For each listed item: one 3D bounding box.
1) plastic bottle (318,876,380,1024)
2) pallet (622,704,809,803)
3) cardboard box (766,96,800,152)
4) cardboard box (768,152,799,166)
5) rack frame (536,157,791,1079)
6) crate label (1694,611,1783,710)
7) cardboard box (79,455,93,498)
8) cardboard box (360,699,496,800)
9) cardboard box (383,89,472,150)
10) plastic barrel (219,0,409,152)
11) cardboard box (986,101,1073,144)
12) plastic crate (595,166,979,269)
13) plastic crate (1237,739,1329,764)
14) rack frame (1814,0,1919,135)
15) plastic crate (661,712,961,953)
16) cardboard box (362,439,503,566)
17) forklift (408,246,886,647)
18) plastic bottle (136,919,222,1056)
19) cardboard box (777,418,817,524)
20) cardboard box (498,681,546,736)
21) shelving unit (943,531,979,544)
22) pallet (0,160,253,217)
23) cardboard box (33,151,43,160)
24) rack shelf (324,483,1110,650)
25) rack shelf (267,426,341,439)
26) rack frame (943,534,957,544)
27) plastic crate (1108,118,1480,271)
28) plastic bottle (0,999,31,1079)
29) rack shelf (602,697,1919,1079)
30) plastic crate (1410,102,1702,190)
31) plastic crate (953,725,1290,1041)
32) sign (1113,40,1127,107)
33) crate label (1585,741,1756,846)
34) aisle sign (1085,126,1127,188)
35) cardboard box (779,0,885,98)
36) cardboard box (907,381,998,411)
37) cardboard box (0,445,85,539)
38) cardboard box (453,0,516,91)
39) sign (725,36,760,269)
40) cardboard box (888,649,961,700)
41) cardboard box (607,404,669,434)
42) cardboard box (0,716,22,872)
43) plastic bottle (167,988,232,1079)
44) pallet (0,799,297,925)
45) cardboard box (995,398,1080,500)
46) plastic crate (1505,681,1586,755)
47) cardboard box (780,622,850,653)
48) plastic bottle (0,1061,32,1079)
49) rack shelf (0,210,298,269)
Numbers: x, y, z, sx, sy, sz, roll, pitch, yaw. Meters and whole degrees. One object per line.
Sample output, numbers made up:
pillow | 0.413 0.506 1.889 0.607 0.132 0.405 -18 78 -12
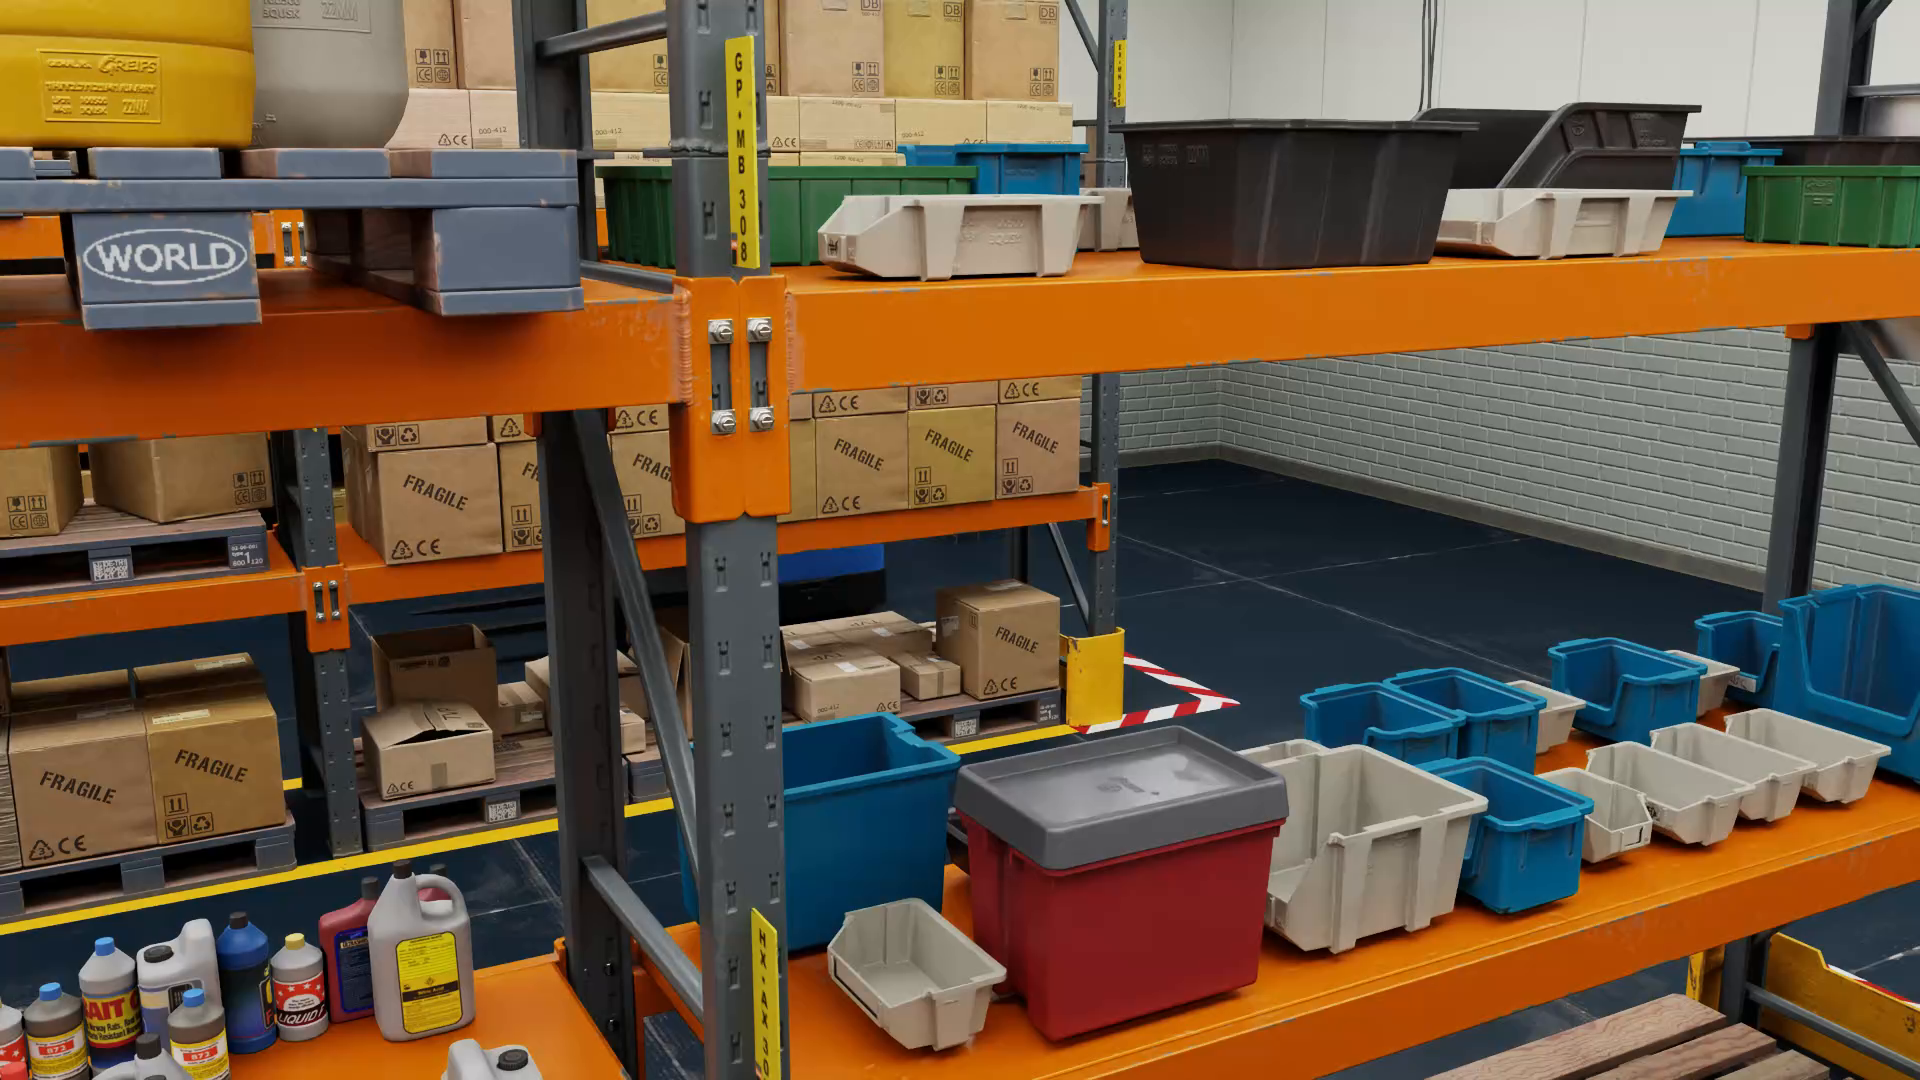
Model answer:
plastic bottle | -1.222 0.827 3.367 0.133 0.283 0.061 -7 14 -28
pallet | -1.273 1.004 8.667 1.213 0.211 1.003 -7 14 -28
cardboard box | -1.082 -1.948 7.806 0.500 0.250 0.500 -7 14 -28
cardboard box | -1.086 -1.706 7.868 0.500 0.250 0.500 -7 14 -28
rack frame | -0.579 0.800 3.223 0.127 3.000 1.000 -7 14 -28
crate label | 2.558 0.394 5.271 0.303 0.233 0.416 -7 14 -28
cardboard box | -5.834 -0.172 11.481 0.750 0.750 0.750 -7 14 -27
cardboard box | -2.477 0.940 7.724 0.500 0.311 0.500 -7 14 -28
cardboard box | -2.403 -1.793 7.113 0.500 0.250 0.500 -7 14 -28
plastic barrel | -1.161 -0.928 2.801 0.433 0.535 0.433 0 13 0
cardboard box | 0.233 -2.107 8.510 0.500 0.250 0.500 -7 14 -28
plastic crate | -0.352 -0.663 3.374 0.662 0.188 0.450 -7 14 -28
plastic crate | 0.806 0.658 4.317 0.466 0.136 0.293 -7 14 -28
rack frame | 2.932 -2.548 4.434 0.127 3.000 1.000 -7 14 -28
plastic crate | -0.332 0.664 3.729 0.575 0.384 0.392 -7 14 -28
cardboard box | -2.371 -0.205 7.460 0.500 0.500 0.500 -6 14 -26
forklift | -2.038 -0.862 10.764 3.031 2.935 1.130 -7 15 -30
plastic bottle | -1.489 0.874 3.176 0.135 0.276 0.152 -7 14 -28
cardboard box | -1.037 -0.365 8.173 0.500 0.500 0.500 -7 14 -29
cardboard box | -2.284 0.855 8.467 0.250 0.149 0.380 -7 14 -28
shelving unit | 0.007 -0.440 13.514 0.210 0.900 0.258 -7 14 -28
pallet | -3.555 -1.472 6.913 1.003 0.211 1.213 -7 14 -28
cardboard box | -4.002 -1.807 6.565 0.600 0.600 0.600 -7 14 -28
rack shelf | -1.193 -0.015 8.480 4.000 0.370 1.077 -7 14 -28
rack shelf | -3.570 -0.969 12.721 4.000 0.370 1.077 -7 14 -28
rack frame | -0.082 -0.429 13.467 0.006 0.900 0.240 -7 14 -28
plastic crate | 0.643 -0.678 3.254 0.590 0.269 0.497 -7 14 -28
plastic bottle | -1.774 0.938 3.062 0.097 0.201 0.097 0 13 0
rack shelf | 1.177 0.940 4.237 4.000 0.370 1.077 -7 14 -28
plastic crate | 1.460 -0.946 4.292 0.767 0.338 0.504 -7 14 -28
plastic crate | 0.325 0.694 3.412 0.583 0.464 0.402 -7 14 -28
sign | 0.810 -2.362 8.425 0.005 0.325 0.100 -7 14 -28
crate label | 1.809 0.661 4.305 0.243 0.136 0.396 -7 14 -28
aisle sign | 0.769 -1.792 8.820 0.004 0.787 0.394 -7 14 -28
cardboard box | -0.748 -2.409 8.145 0.500 0.500 0.700 -7 14 -28
cardboard box | -0.140 -0.959 8.535 0.500 0.500 0.500 -6 14 -26
cardboard box | -4.045 -0.317 7.004 0.500 0.500 0.700 -4 13 -19
cardboard box | -2.033 -2.239 7.389 0.500 0.500 0.700 -7 14 -28
sign | -0.317 -0.562 2.421 0.005 0.325 0.100 -7 14 -28
cardboard box | -0.196 0.722 9.022 0.250 0.166 0.380 -7 14 -28
cardboard box | -1.496 -0.795 7.807 0.500 0.500 0.500 -7 15 -30
cardboard box | -4.123 1.060 6.759 0.500 0.500 0.500 -7 14 -27
plastic bottle | -1.413 0.933 3.086 0.097 0.201 0.097 0 13 0
pallet | -3.645 1.298 7.360 1.213 0.211 1.003 -7 14 -28
cardboard box | 0.299 -0.525 8.883 0.500 0.500 0.500 -6 14 -26
plastic crate | 1.641 0.530 4.886 0.298 0.136 0.250 -7 14 -28
cardboard box | -0.929 0.659 9.111 0.500 0.250 0.500 -7 14 -28
plastic bottle | -1.460 0.975 2.556 0.185 0.351 0.144 -7 14 -28
rack shelf | -4.704 -1.057 6.281 4.000 0.370 1.077 -7 14 -28
